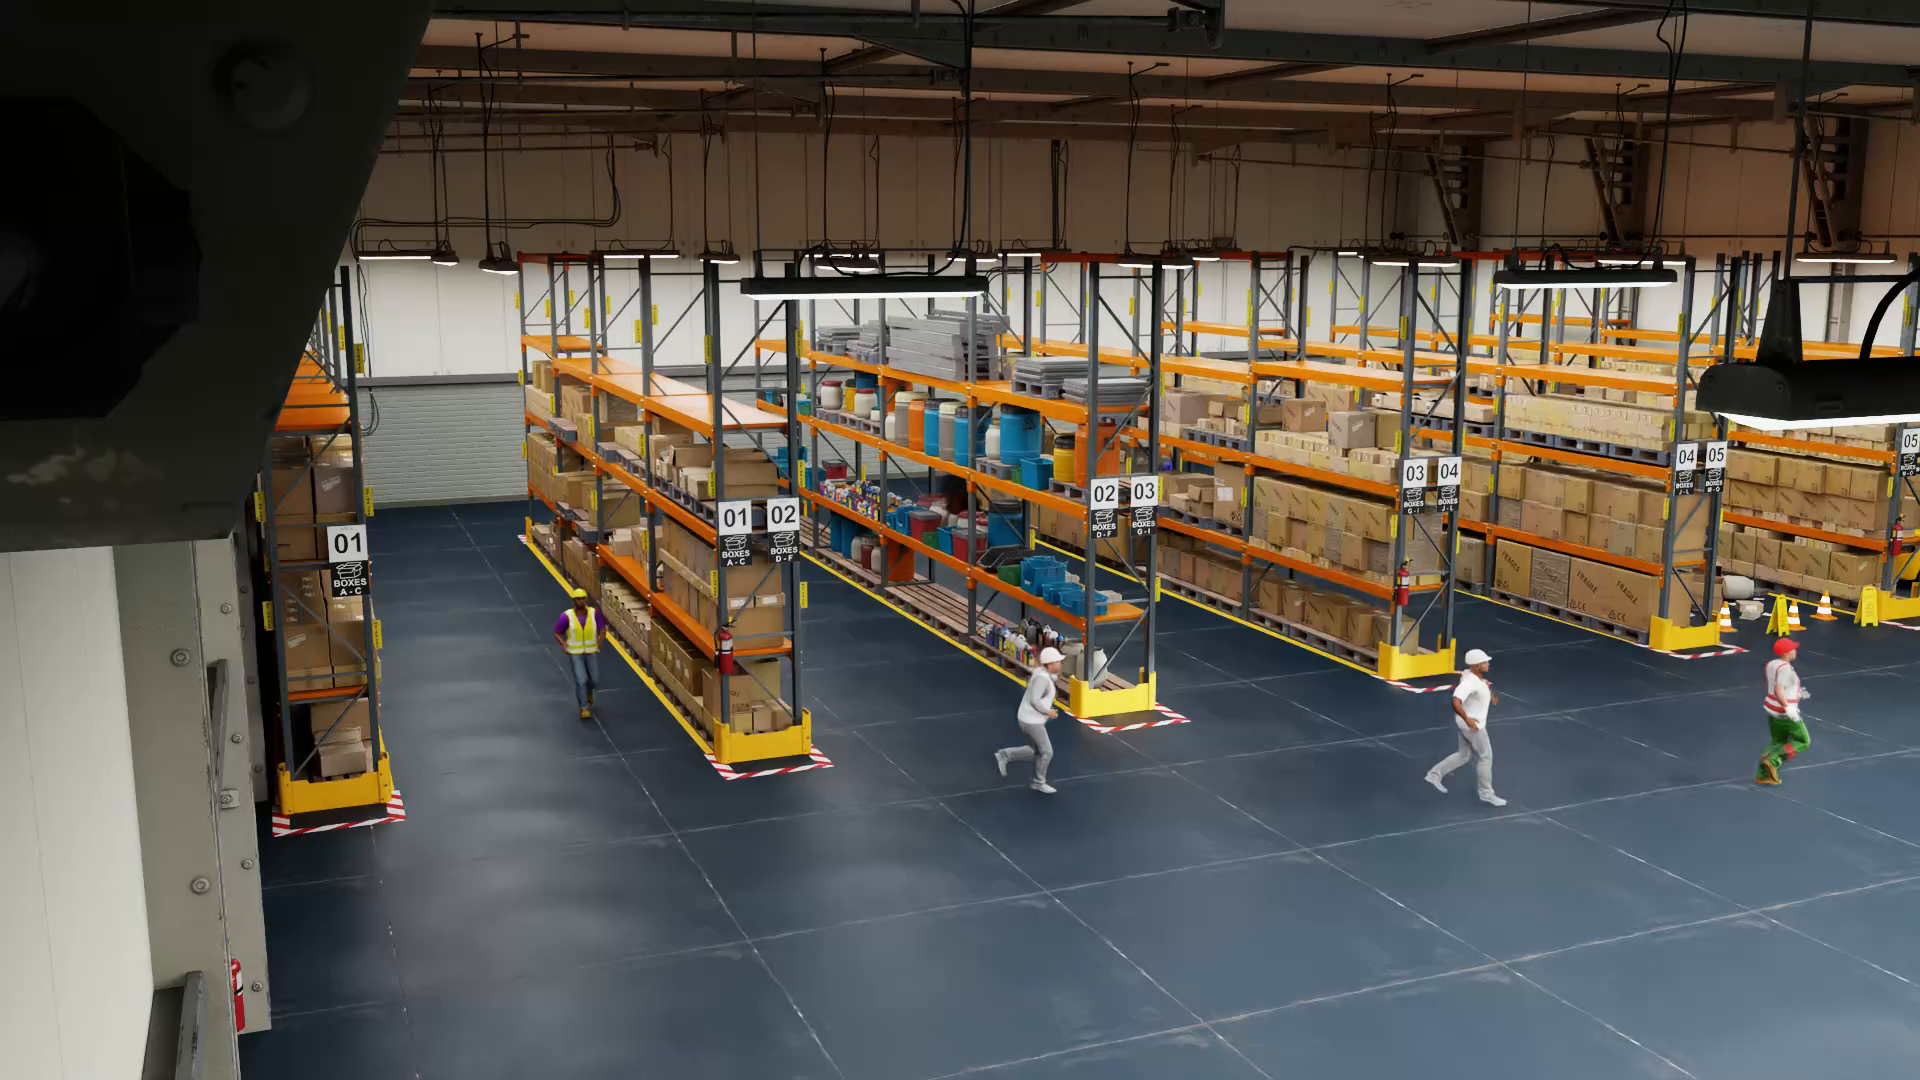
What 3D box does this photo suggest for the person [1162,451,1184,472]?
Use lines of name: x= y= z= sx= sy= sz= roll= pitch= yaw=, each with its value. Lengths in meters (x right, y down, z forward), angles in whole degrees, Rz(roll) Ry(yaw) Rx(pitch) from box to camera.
person: x=4.768 y=-1.202 z=37.181 sx=0.576 sy=1.631 sz=0.609 roll=-4 pitch=11 yaw=-19

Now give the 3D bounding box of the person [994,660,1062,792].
person: x=0.777 y=2.098 z=19.063 sx=0.774 sy=1.686 sz=0.654 roll=1 pitch=10 yaw=6

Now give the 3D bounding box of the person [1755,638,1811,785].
person: x=9.577 y=1.992 z=19.264 sx=0.598 sy=1.744 sz=0.646 roll=0 pitch=10 yaw=0

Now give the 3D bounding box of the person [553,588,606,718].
person: x=-5.040 y=1.485 z=22.152 sx=0.698 sy=1.718 sz=0.610 roll=-4 pitch=11 yaw=-22

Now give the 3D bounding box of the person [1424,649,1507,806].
person: x=5.727 y=2.087 z=18.722 sx=0.914 sy=1.780 sz=0.682 roll=1 pitch=10 yaw=8
